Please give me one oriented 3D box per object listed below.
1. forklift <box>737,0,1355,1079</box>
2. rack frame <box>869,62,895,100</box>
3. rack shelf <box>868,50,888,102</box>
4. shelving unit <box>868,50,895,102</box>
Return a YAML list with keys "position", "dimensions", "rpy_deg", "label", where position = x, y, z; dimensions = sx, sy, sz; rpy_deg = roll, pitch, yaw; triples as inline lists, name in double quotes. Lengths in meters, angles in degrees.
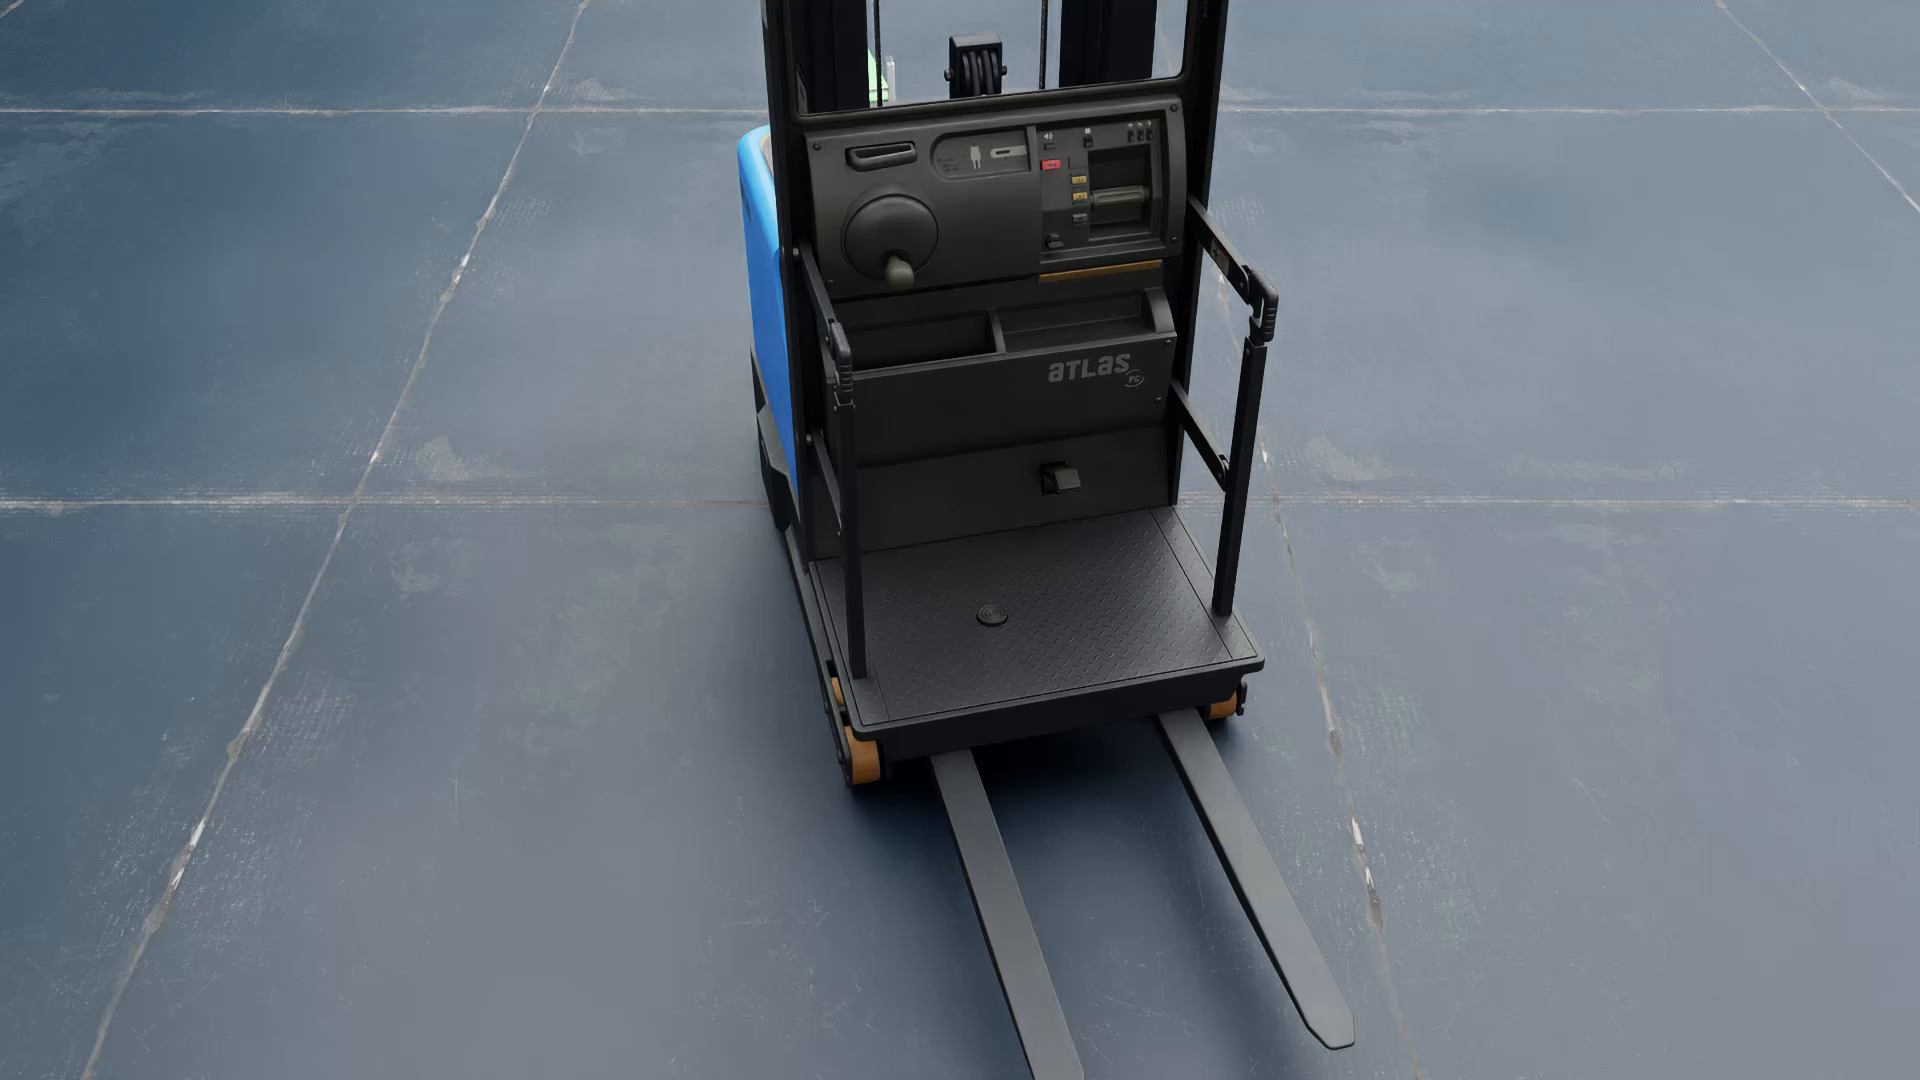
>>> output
- position: [0.153, -0.761, 3.856]
  dimensions: [1.130, 2.935, 3.031]
  rpy_deg: [-9, 40, -11]
  label: "forklift"
- position: [-0.324, -1.004, 5.543]
  dimensions: [0.240, 1.200, 0.015]
  rpy_deg: [-9, 40, -11]
  label: "rack frame"
- position: [-0.383, -1.476, 5.467]
  dimensions: [0.258, 0.148, 0.480]
  rpy_deg: [-9, 40, -11]
  label: "rack shelf"
- position: [-0.383, -1.152, 5.728]
  dimensions: [0.258, 1.200, 0.503]
  rpy_deg: [-9, 40, -11]
  label: "shelving unit"
